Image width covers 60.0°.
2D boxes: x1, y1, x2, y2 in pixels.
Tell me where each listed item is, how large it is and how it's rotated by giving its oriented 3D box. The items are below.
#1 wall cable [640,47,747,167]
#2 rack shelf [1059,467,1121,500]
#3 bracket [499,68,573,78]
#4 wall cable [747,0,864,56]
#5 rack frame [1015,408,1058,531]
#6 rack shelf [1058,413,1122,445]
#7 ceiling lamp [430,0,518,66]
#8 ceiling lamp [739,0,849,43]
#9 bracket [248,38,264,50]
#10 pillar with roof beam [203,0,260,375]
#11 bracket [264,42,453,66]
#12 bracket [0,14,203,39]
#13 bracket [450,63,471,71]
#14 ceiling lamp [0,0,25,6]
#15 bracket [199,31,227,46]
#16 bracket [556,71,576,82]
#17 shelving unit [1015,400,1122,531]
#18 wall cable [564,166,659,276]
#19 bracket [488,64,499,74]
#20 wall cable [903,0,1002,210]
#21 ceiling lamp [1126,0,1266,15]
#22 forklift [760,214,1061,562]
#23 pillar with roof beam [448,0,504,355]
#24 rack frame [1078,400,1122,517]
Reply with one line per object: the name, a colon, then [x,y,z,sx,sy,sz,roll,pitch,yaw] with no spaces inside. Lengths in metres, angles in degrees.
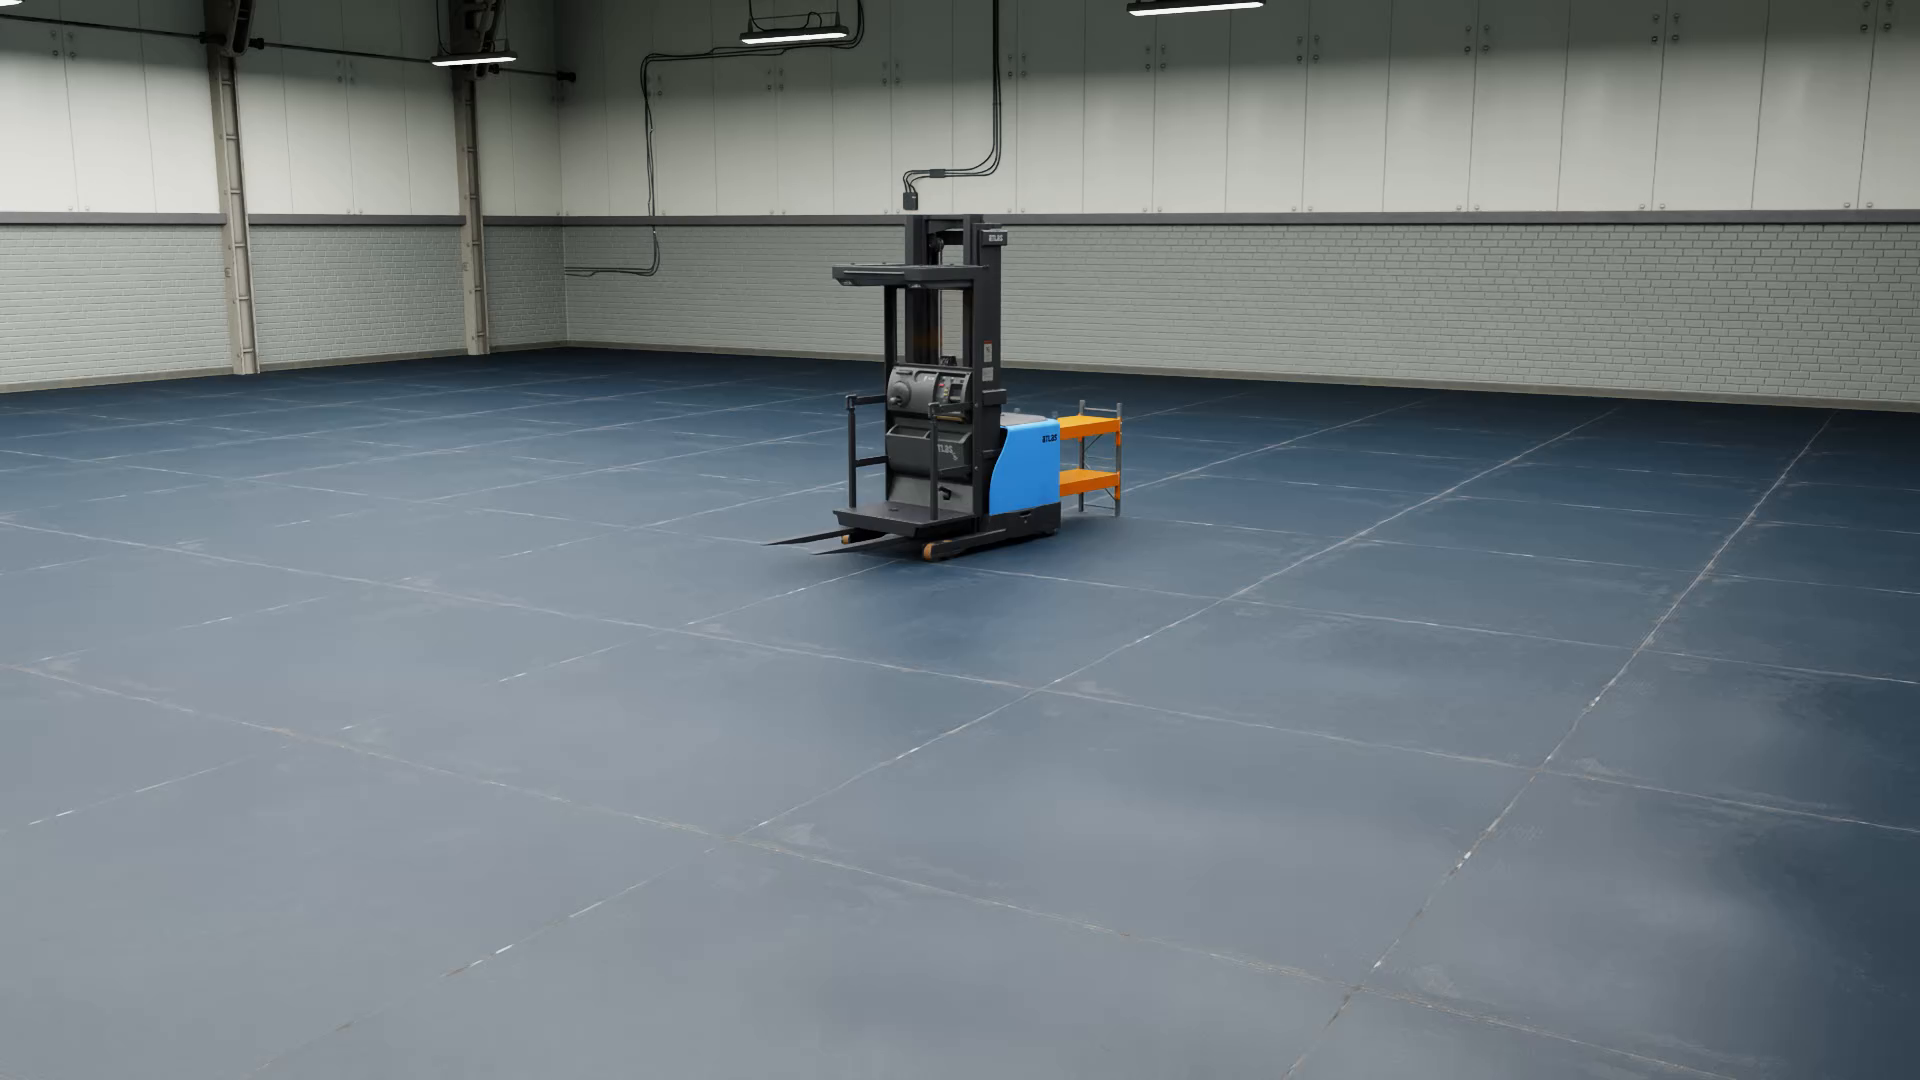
wall cable: [-5.980,-9.684,37.236,3.097,2.526,0.112,6,12,31]
rack shelf: [1.054,-0.501,16.198,0.538,0.278,1.000,9,14,41]
bracket: [-9.509,-10.730,38.326,0.076,0.066,3.189,6,12,31]
wall cable: [-3.335,-11.624,35.238,3.097,2.526,0.112,6,12,31]
rack frame: [0.717,-0.671,15.779,0.500,1.125,0.032,9,14,41]
rack shelf: [1.054,-1.029,16.099,0.538,0.278,1.000,9,14,41]
ceiling lamp: [-8.899,-10.457,30.788,2.000,3.185,0.800,6,12,31]
ceiling lamp: [-2.583,-9.751,27.017,2.000,3.185,0.800,6,12,31]
bracket: [-13.548,-9.506,31.791,0.235,0.232,0.430,6,12,31]
pillar with roof beam: [-10.388,-7.294,29.758,9.100,9.000,0.548,6,12,31]
bracket: [-12.202,-9.914,33.970,0.076,0.066,4.783,6,12,31]
bracket: [-15.317,-8.970,28.930,0.076,0.066,4.783,6,12,31]
bracket: [-10.864,-10.319,36.134,0.235,0.232,0.430,6,12,31]
ceiling lamp: [-13.629,-9.024,23.135,2.000,3.185,0.800,6,12,31]
bracket: [-13.979,-9.376,31.094,0.235,0.232,0.430,6,12,31]
bracket: [-9.203,-10.823,38.823,0.235,0.232,0.430,6,12,31]
shelving unit: [1.054,-0.741,16.153,0.538,1.125,1.048,9,14,41]
wall cable: [-8.292,-7.460,39.081,3.097,2.526,0.112,6,12,31]
bracket: [-10.433,-10.450,36.832,0.235,0.232,0.430,6,12,31]
wall cable: [-0.187,-9.748,33.625,2.305,6.003,0.169,6,12,31]
ceiling lamp: [3.451,-9.076,23.414,2.000,3.185,0.800,6,12,31]
forklift: [-0.414,-1.355,14.524,1.130,2.935,3.031,9,14,41]
pillar with roof beam: [-7.273,-8.238,34.799,9.100,9.000,0.548,6,12,31]
rack frame: [1.391,-0.811,16.527,0.500,1.125,0.032,9,14,41]
